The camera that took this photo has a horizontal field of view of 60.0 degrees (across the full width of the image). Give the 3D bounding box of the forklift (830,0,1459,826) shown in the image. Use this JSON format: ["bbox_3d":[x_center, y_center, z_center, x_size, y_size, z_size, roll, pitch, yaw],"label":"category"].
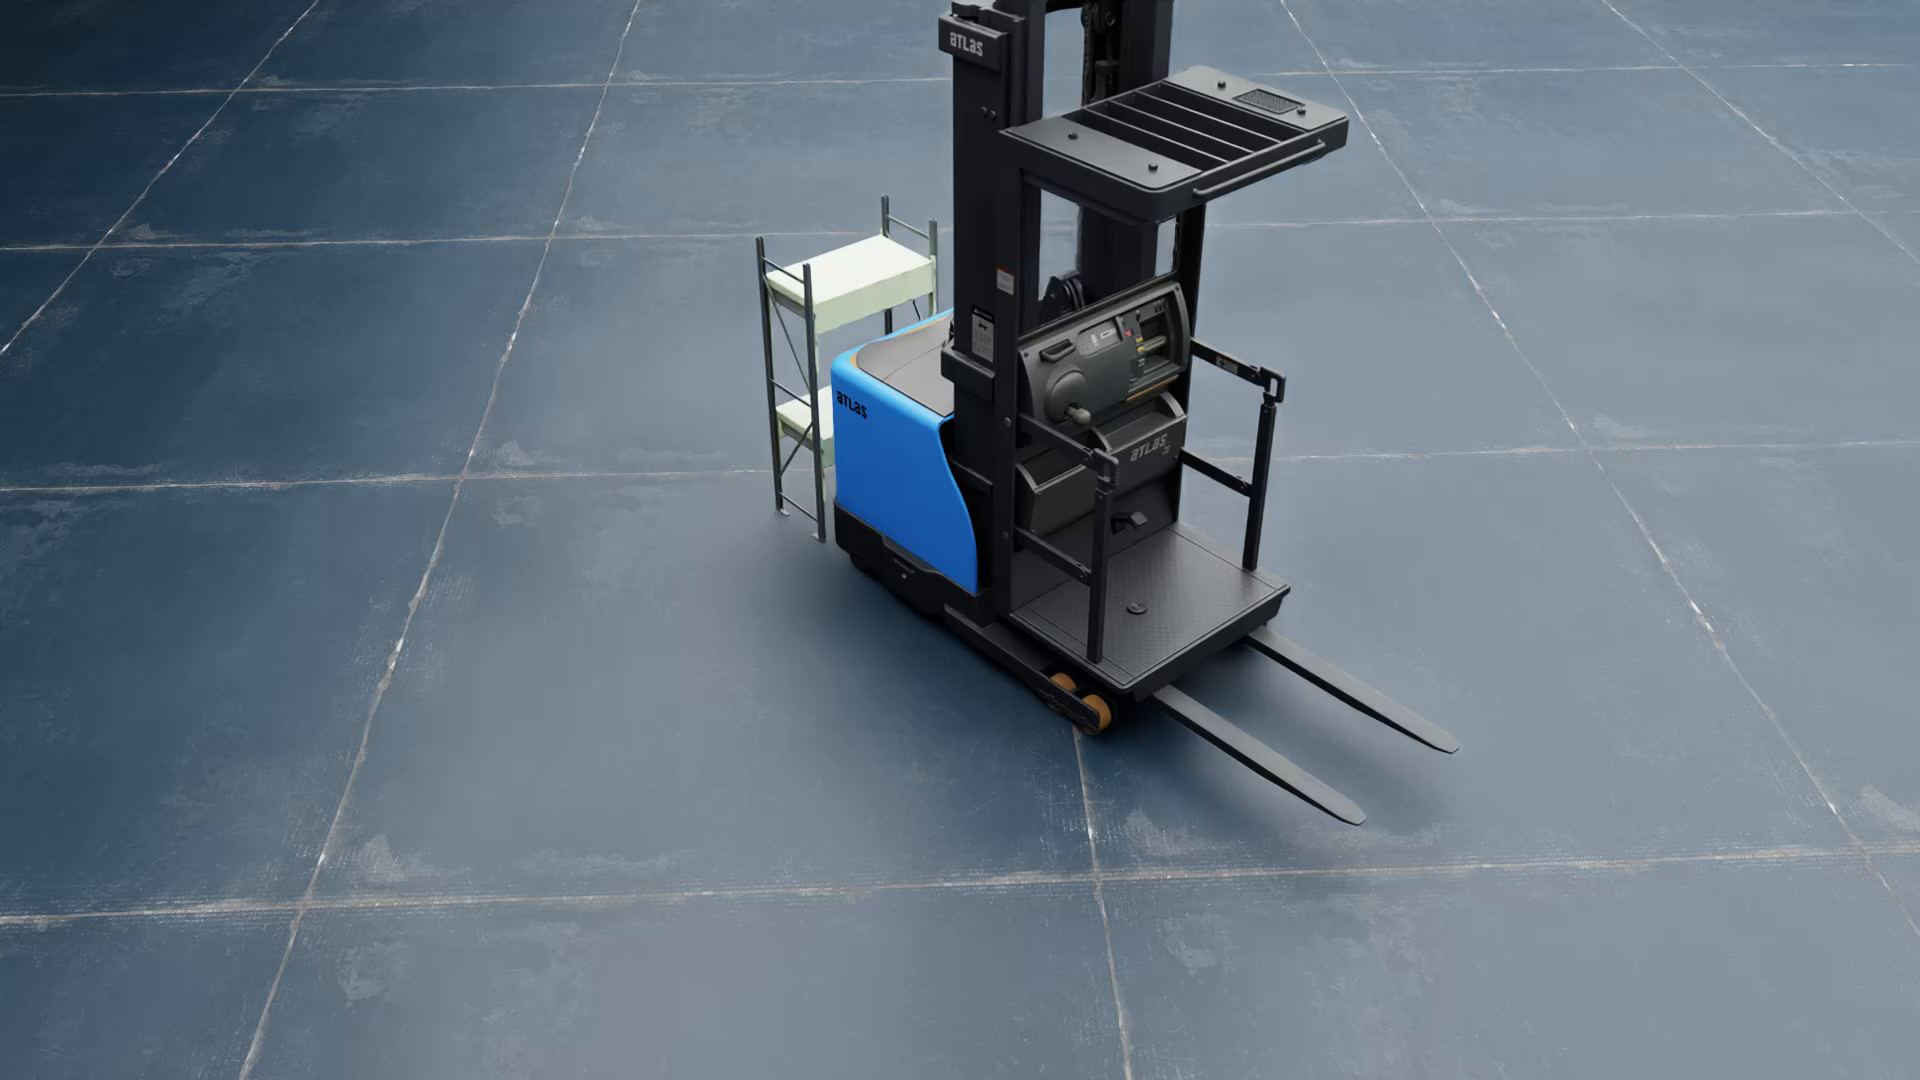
[{"bbox_3d":[0.748,-0.710,6.700,1.130,2.935,3.031,-27,43,-33],"label":"forklift"}]

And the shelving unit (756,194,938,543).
[{"bbox_3d":[-0.522,-0.826,8.126,0.755,1.500,0.431,-26,42,-32],"label":"shelving unit"}]

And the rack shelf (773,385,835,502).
[{"bbox_3d":[-0.522,-0.558,8.311,0.720,0.370,0.431,-26,42,-32],"label":"rack shelf"}]

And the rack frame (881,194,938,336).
[{"bbox_3d":[-0.243,-0.961,8.321,0.023,1.500,0.400,-26,42,-32],"label":"rack frame"}]

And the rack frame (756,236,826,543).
[{"bbox_3d":[-0.800,-0.691,7.931,0.023,1.500,0.400,-26,42,-32],"label":"rack frame"}]

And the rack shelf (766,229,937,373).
[{"bbox_3d":[-0.522,-1.147,7.904,0.720,0.370,0.431,-26,42,-32],"label":"rack shelf"}]
